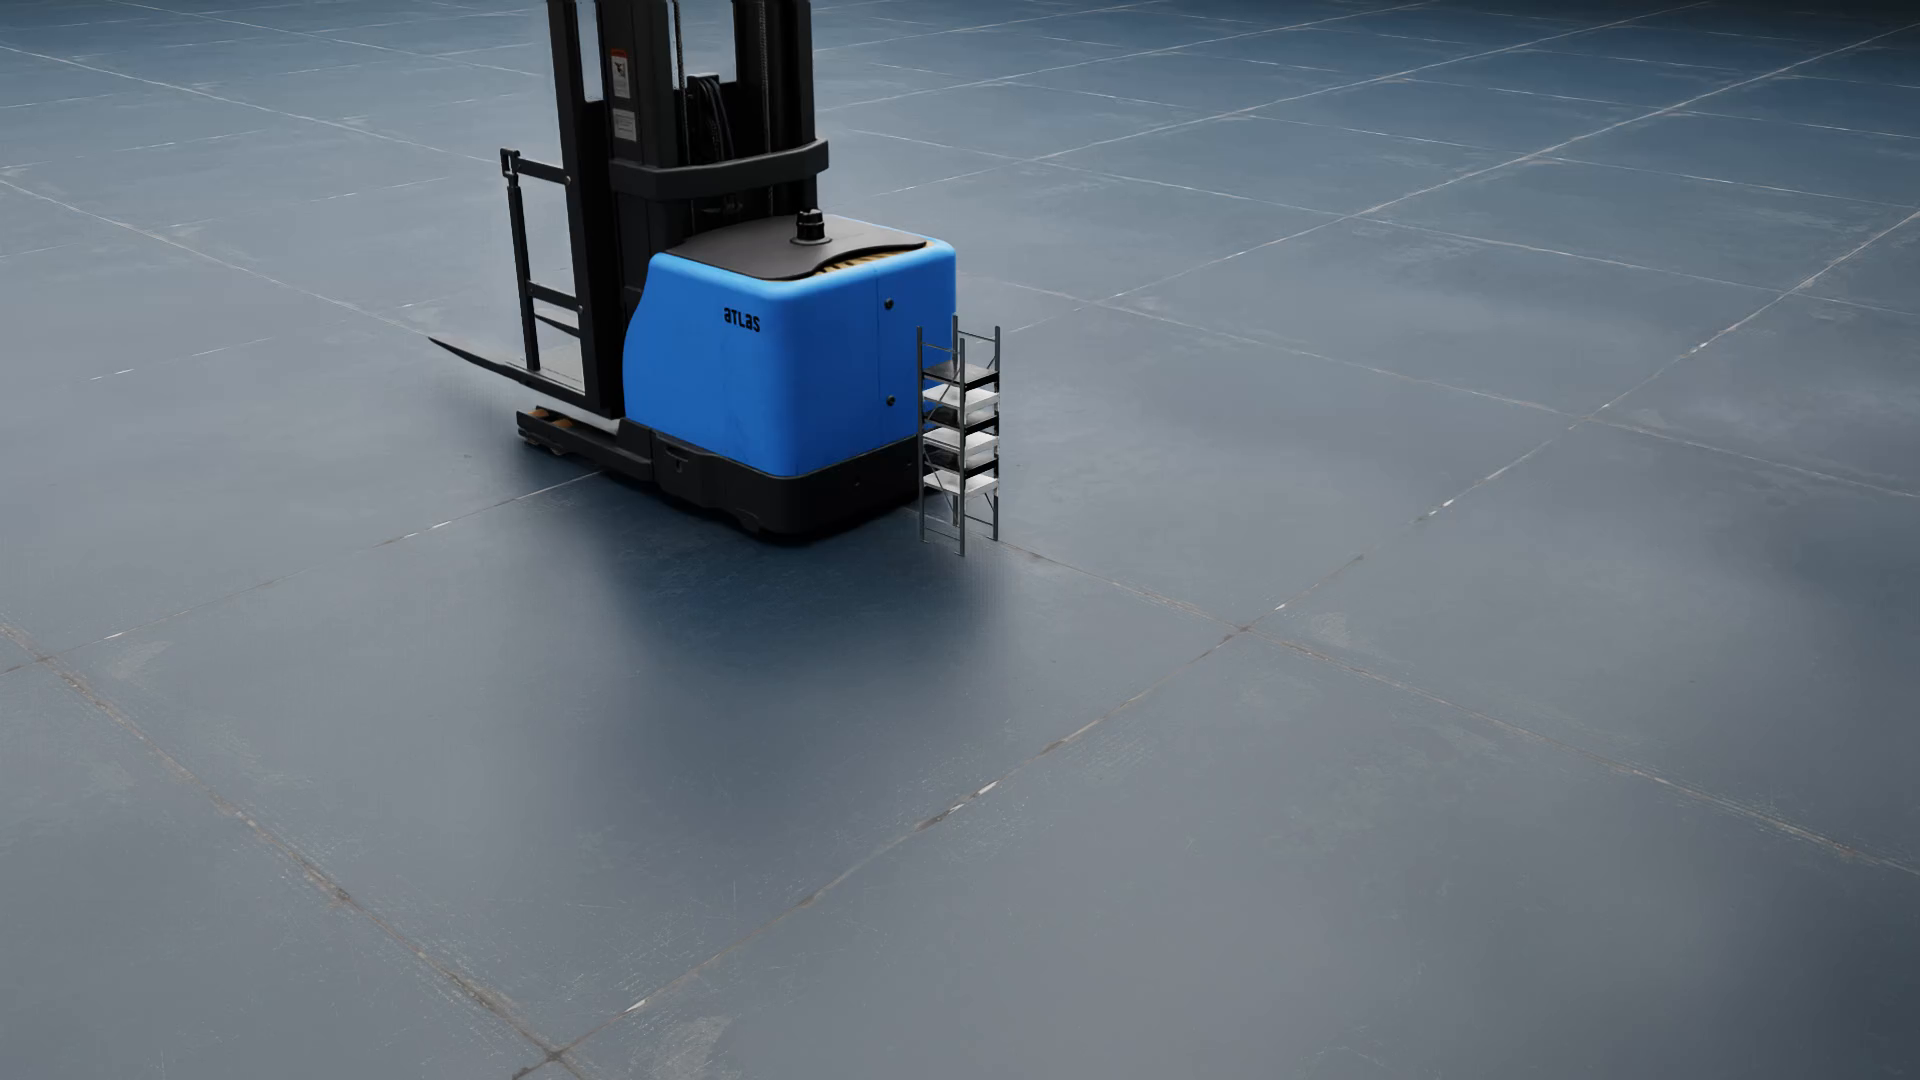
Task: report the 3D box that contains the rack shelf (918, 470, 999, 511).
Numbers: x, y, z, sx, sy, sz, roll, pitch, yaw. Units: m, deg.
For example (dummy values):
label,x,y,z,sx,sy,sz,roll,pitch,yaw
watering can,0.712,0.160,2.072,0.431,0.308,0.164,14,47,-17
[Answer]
label,x,y,z,sx,sy,sz,roll,pitch,yaw
rack shelf,-0.005,-0.213,6.648,0.258,0.077,0.200,20,31,38

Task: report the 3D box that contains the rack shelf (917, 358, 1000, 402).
label,x,y,z,sx,sy,sz,roll,pitch,yaw
rack shelf,-0.005,-0.624,6.464,0.258,0.077,0.200,20,31,38

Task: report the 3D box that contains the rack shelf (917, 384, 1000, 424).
label,x,y,z,sx,sy,sz,roll,pitch,yaw
rack shelf,-0.005,-0.542,6.500,0.258,0.077,0.200,20,31,38

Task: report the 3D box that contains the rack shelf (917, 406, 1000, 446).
label,x,y,z,sx,sy,sz,roll,pitch,yaw
rack shelf,-0.005,-0.460,6.537,0.258,0.077,0.200,20,31,38

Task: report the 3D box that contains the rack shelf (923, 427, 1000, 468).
label,x,y,z,sx,sy,sz,roll,pitch,yaw
rack shelf,-0.005,-0.378,6.574,0.258,0.077,0.200,20,31,38

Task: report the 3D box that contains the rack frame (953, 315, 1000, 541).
label,x,y,z,sx,sy,sz,roll,pitch,yaw
rack frame,0.062,-0.439,6.629,0.240,0.900,0.006,20,31,38

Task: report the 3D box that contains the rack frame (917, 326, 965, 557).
label,x,y,z,sx,sy,sz,roll,pitch,yaw
rack frame,-0.073,-0.377,6.491,0.240,0.900,0.006,20,31,38

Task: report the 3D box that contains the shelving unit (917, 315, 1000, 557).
label,x,y,z,sx,sy,sz,roll,pitch,yaw
shelving unit,-0.005,-0.408,6.560,0.258,0.900,0.210,20,31,38

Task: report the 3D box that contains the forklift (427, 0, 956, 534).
label,x,y,z,sx,sy,sz,roll,pitch,yaw
forklift,-1.416,-1.859,7.315,3.031,2.935,1.130,21,32,39

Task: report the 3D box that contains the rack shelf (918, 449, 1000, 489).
label,x,y,z,sx,sy,sz,roll,pitch,yaw
rack shelf,-0.005,-0.296,6.611,0.258,0.077,0.200,20,31,38
